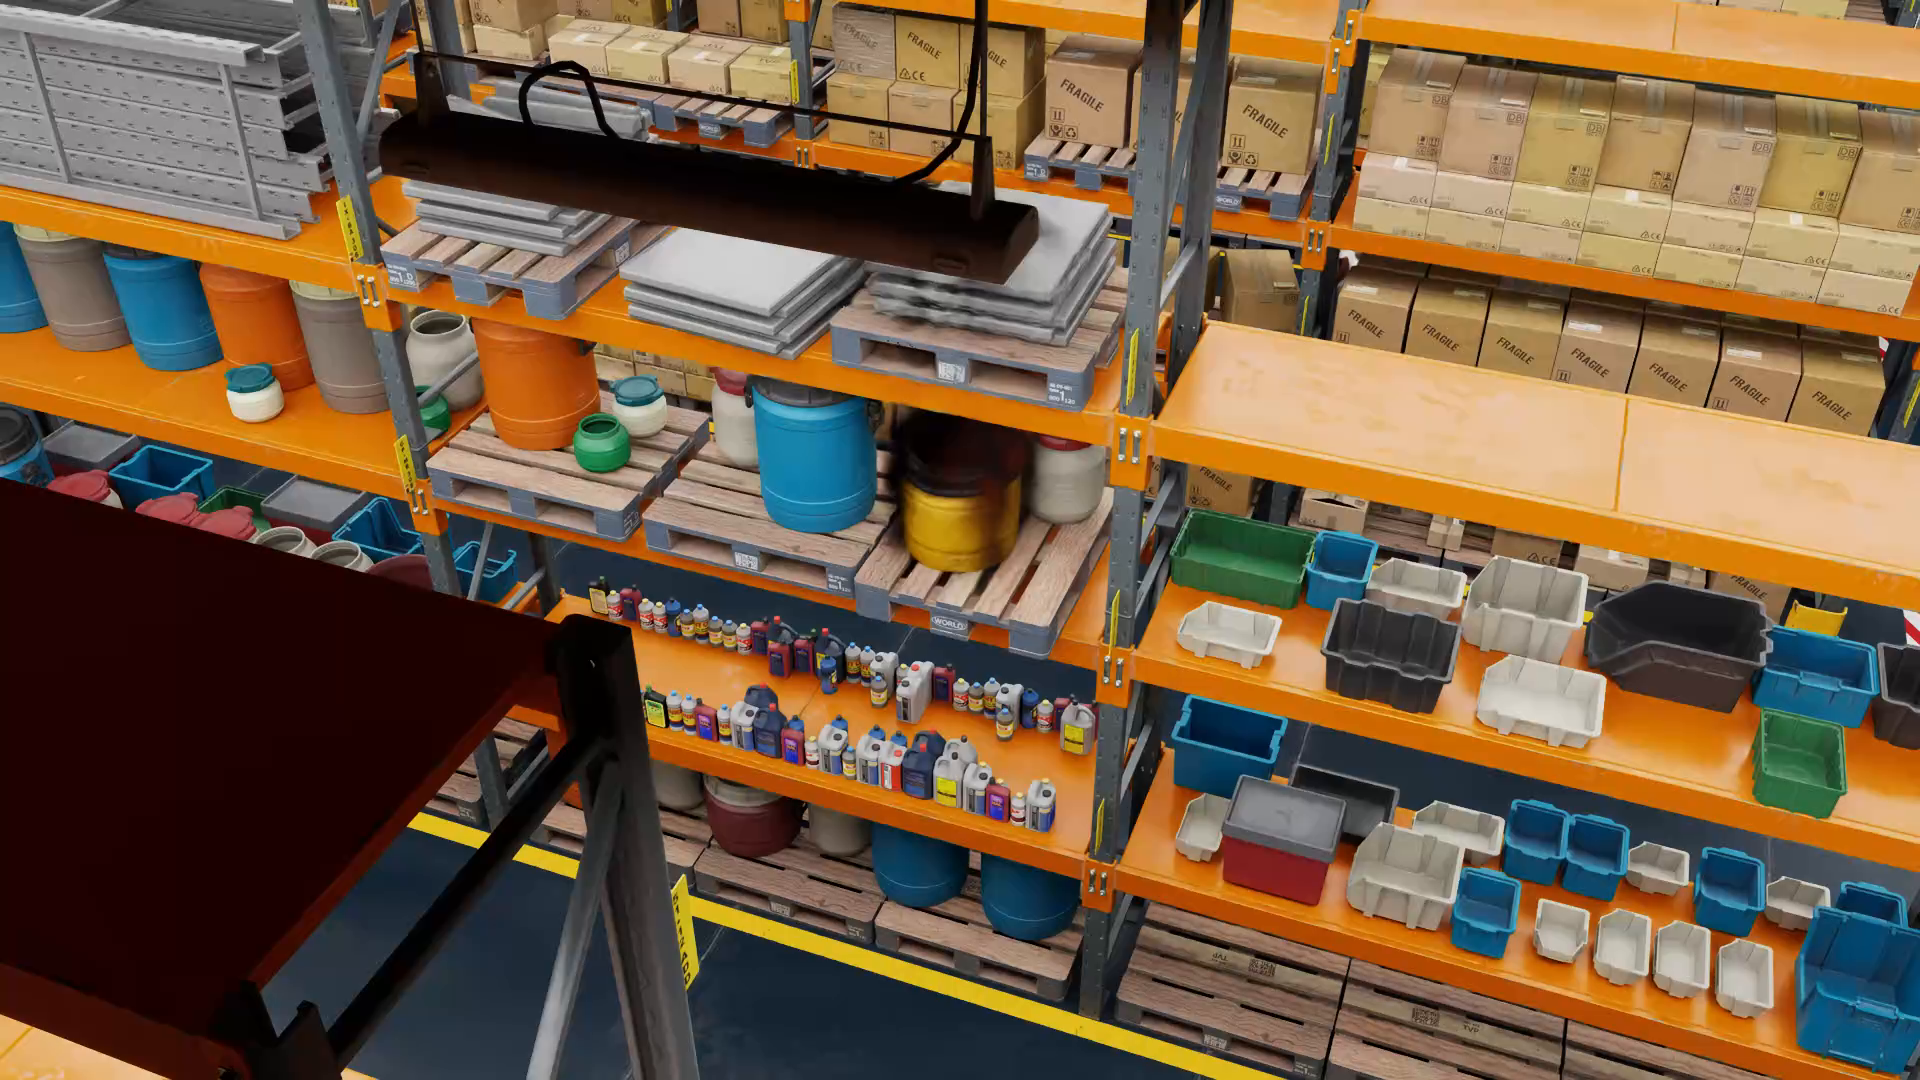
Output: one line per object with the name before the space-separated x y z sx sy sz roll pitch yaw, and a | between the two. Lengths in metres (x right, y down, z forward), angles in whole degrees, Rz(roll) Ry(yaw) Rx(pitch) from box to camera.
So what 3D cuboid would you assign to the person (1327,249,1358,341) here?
person | 3.502 -2.371 15.245 0.911 1.621 0.707 -3 37 -4
